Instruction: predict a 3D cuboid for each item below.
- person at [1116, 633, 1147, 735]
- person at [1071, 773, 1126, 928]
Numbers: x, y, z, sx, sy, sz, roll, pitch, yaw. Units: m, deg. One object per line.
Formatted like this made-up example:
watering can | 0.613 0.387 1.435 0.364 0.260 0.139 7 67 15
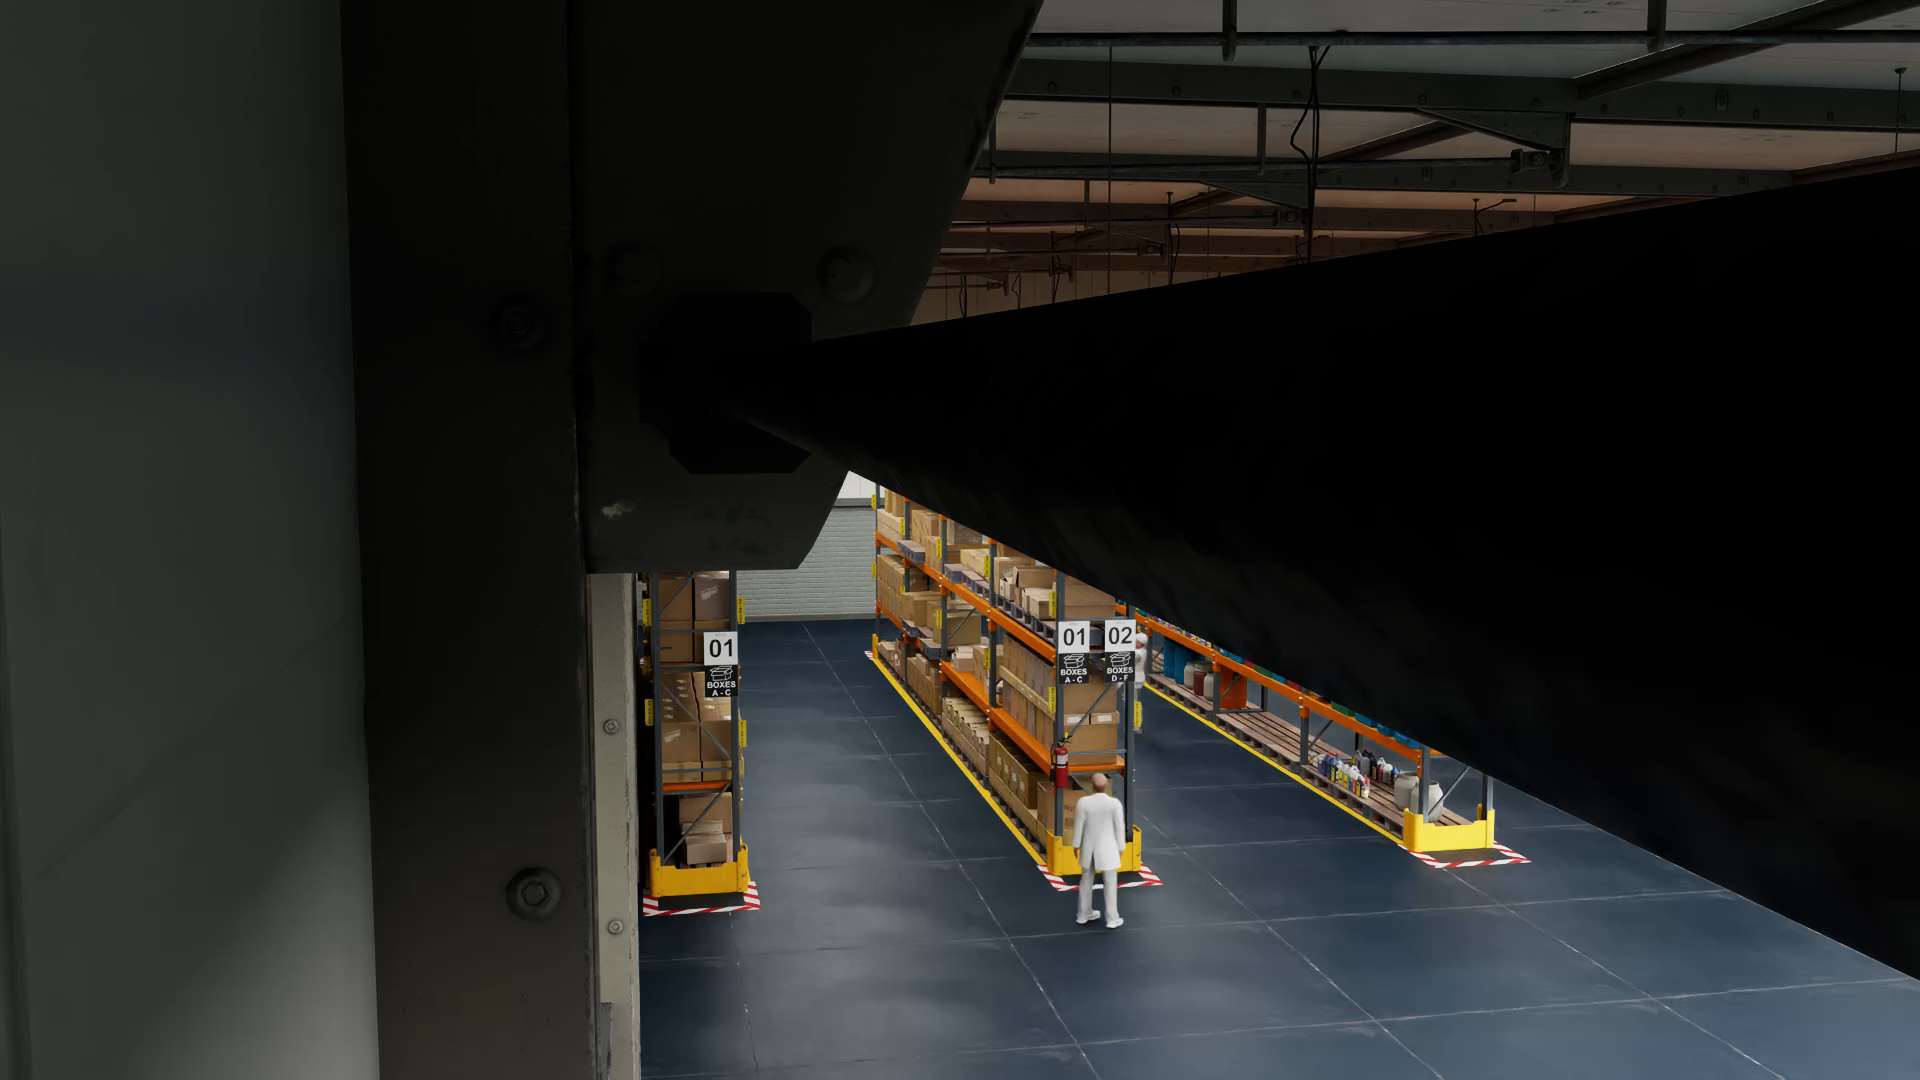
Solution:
person | 2.983 2.502 28.800 0.496 1.813 0.594 5 8 39
person | 1.586 3.514 18.937 0.602 1.792 0.476 3 7 30
